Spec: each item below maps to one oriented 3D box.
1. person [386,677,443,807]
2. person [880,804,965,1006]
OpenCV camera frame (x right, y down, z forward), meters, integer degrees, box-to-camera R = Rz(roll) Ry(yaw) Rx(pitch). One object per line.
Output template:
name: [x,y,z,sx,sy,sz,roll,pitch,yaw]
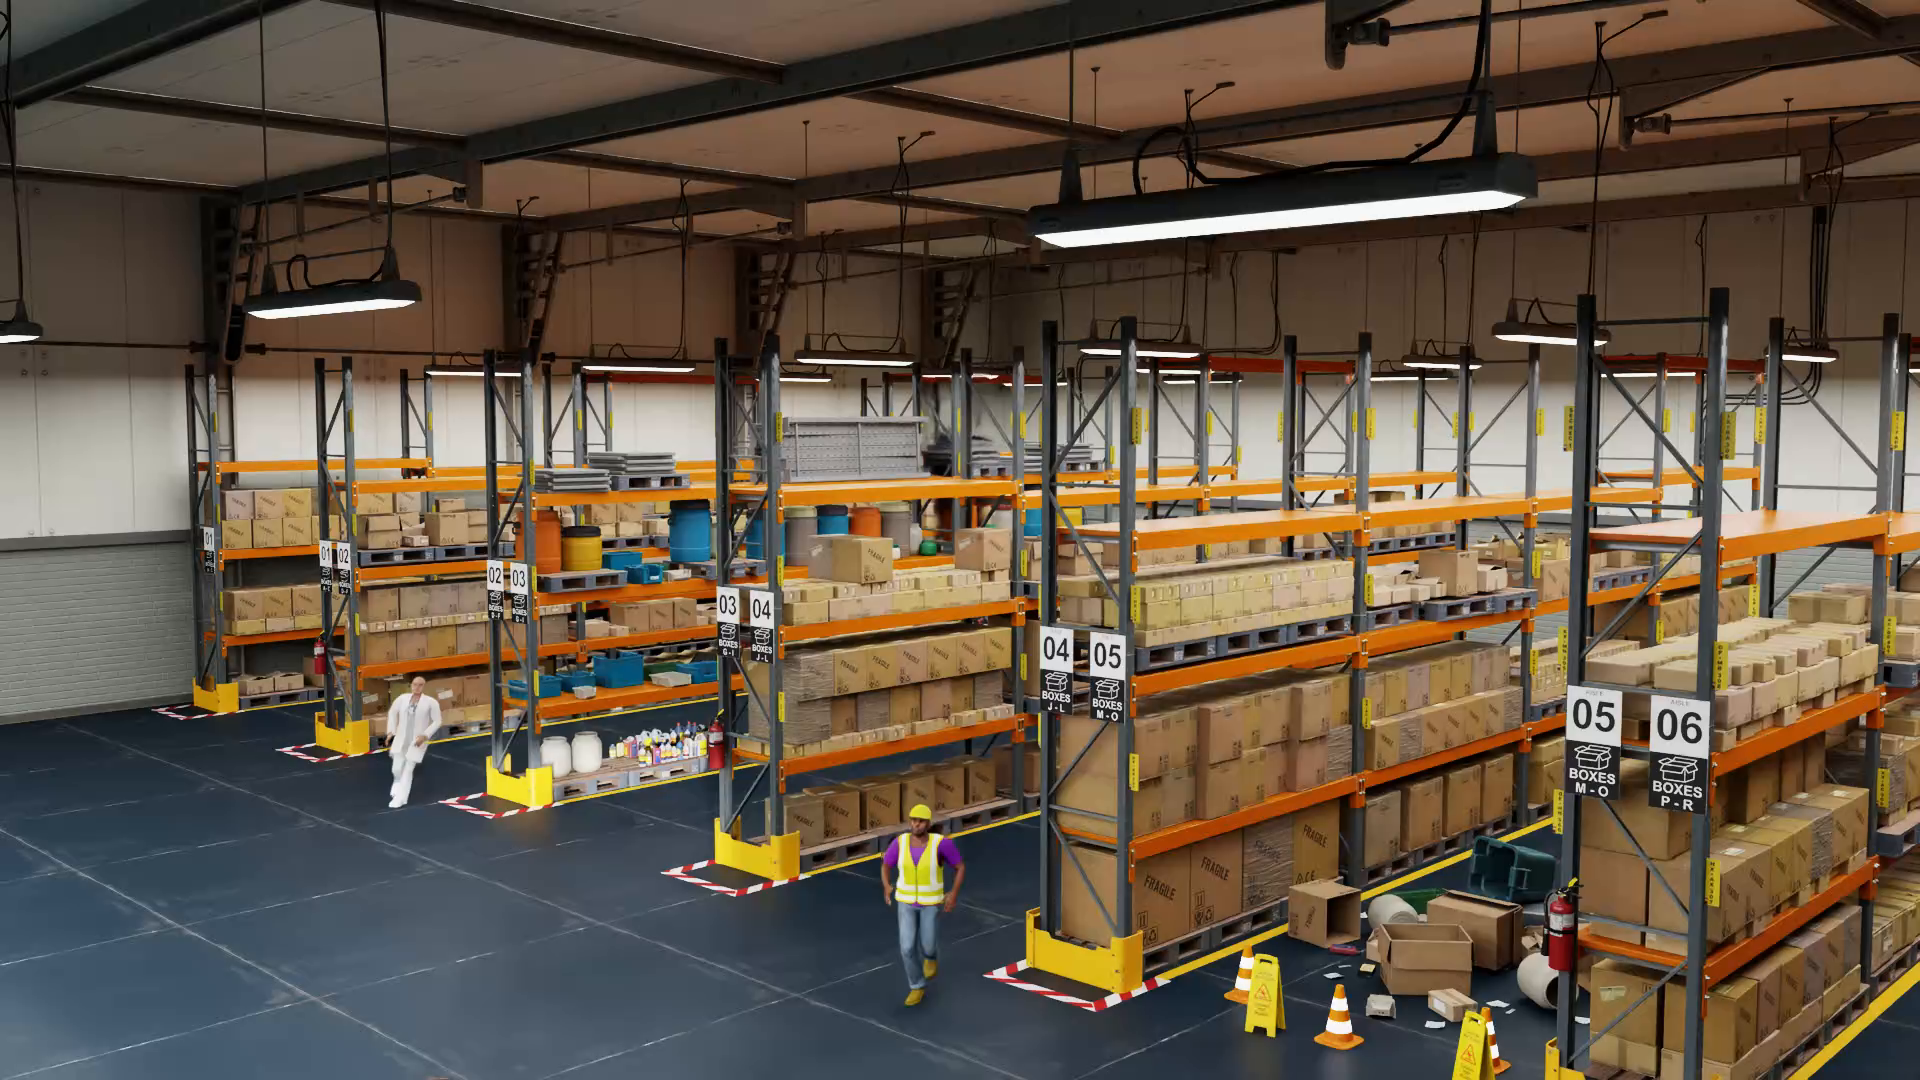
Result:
person: [-7.169,2.644,21.793,0.732,1.698,0.559,0,4,-4]
person: [-0.336,3.188,14.733,0.757,1.741,0.619,1,4,7]
